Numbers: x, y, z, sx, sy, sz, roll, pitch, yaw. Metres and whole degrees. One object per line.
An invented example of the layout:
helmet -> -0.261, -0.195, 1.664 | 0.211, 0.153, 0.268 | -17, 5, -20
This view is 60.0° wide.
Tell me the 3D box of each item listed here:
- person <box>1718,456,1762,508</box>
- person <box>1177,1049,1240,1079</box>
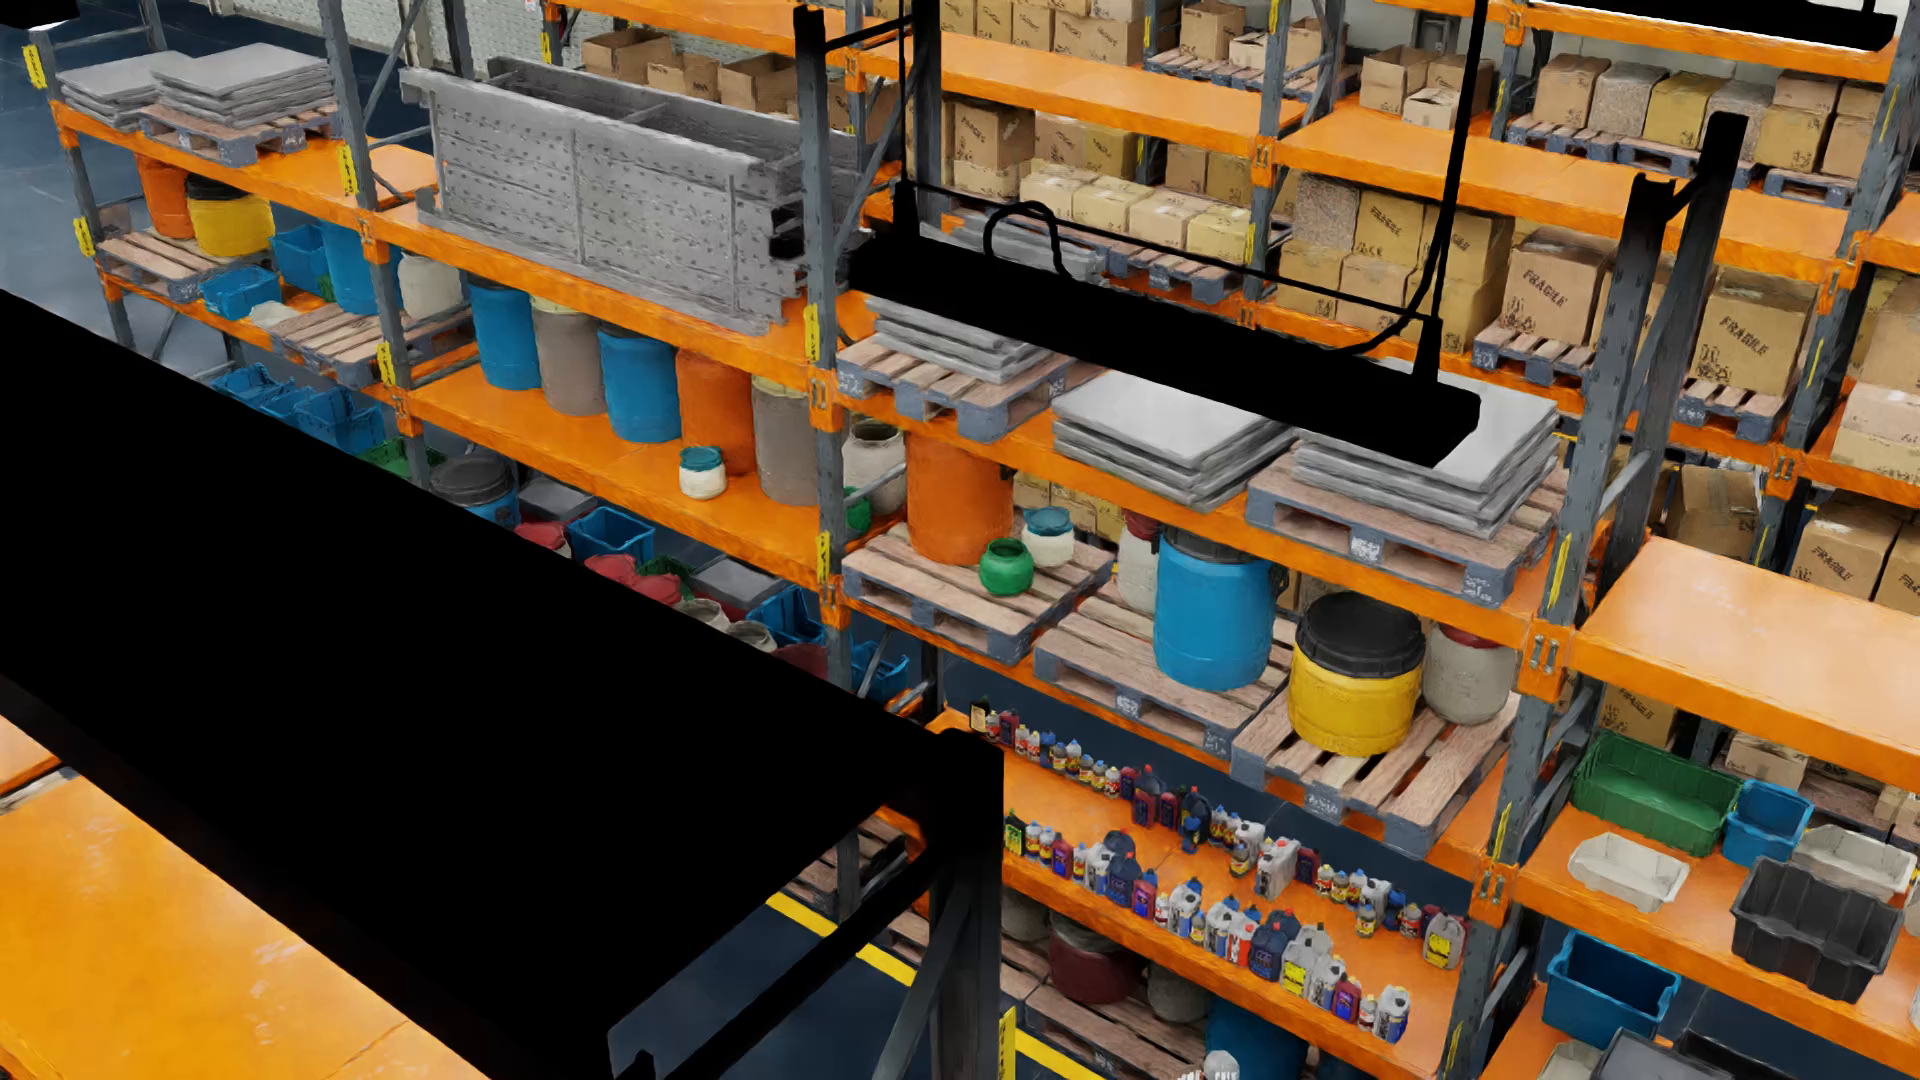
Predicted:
person -> 6.617, -0.279, 14.093 | 0.944, 1.599, 0.518 | 23, 38, 33
person -> 1.234, 3.191, 8.443 | 0.566, 1.675, 0.357 | 12, 33, 18
